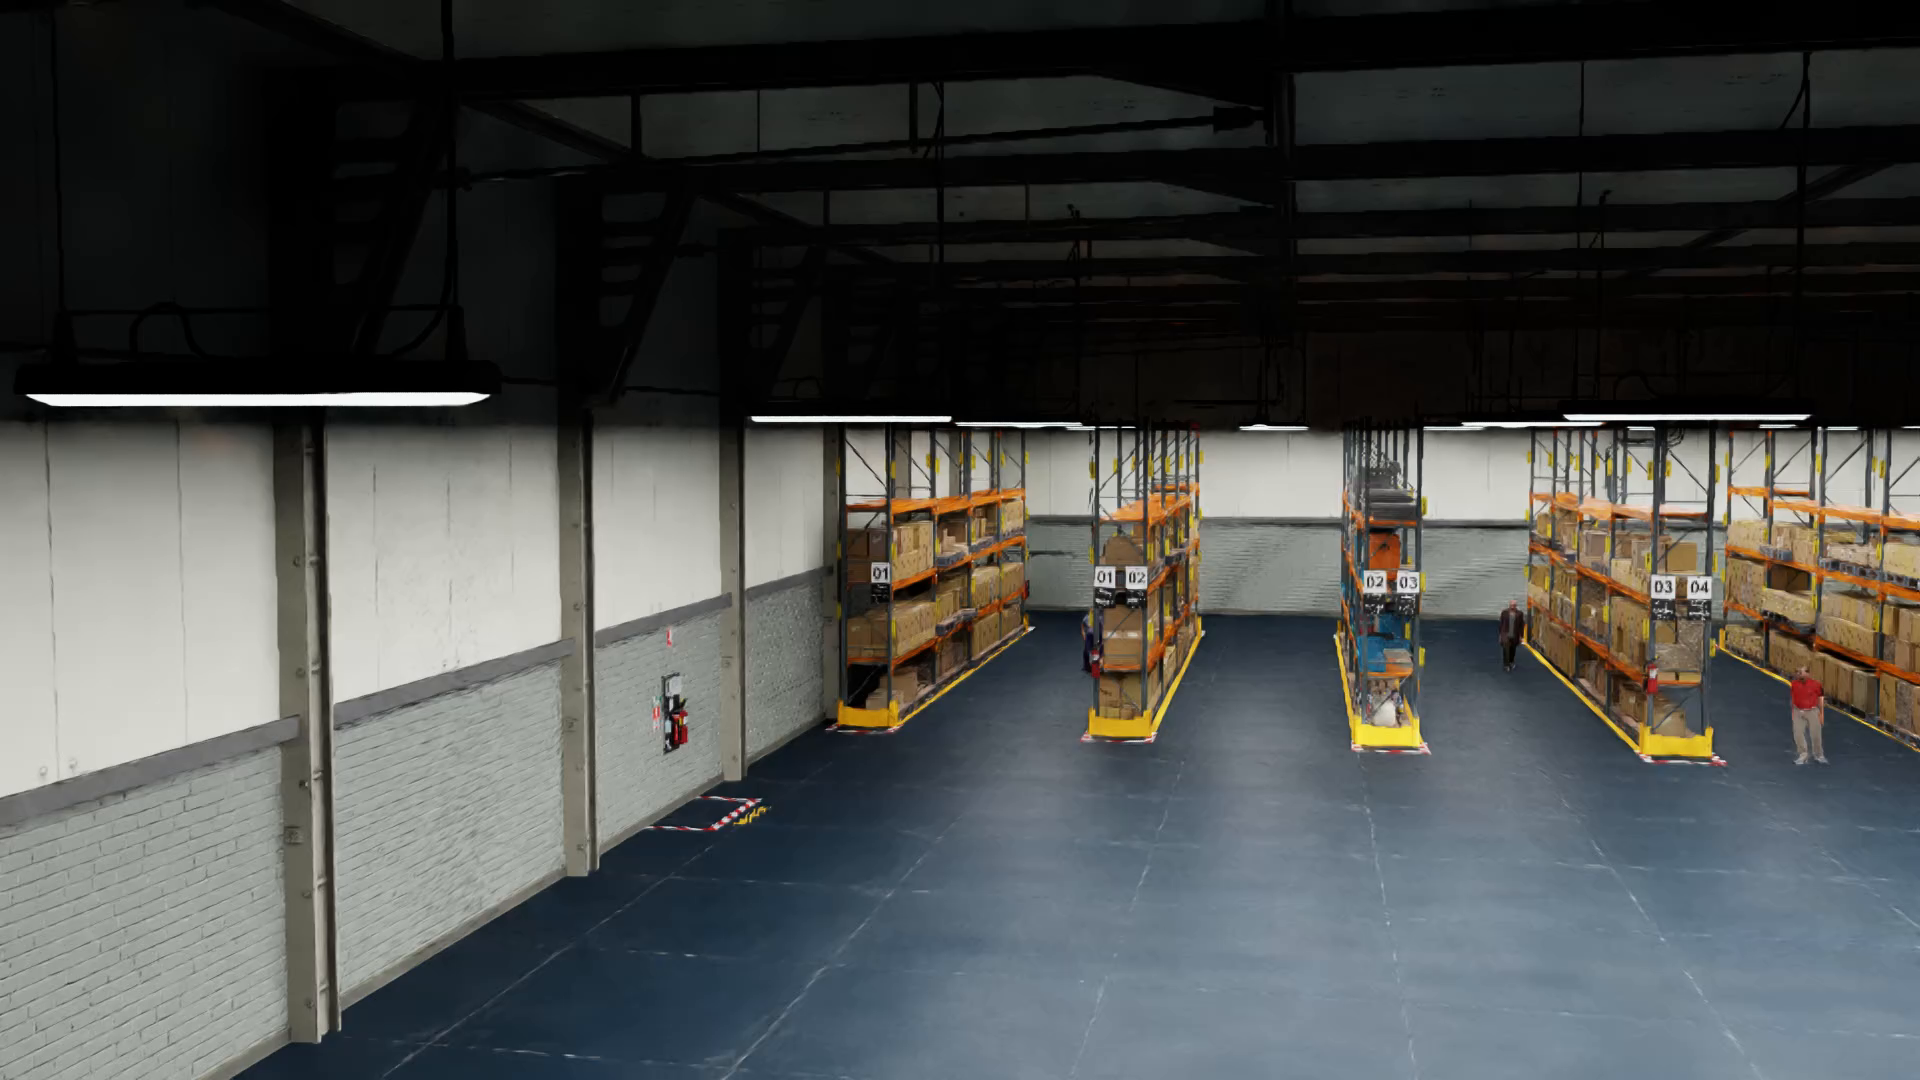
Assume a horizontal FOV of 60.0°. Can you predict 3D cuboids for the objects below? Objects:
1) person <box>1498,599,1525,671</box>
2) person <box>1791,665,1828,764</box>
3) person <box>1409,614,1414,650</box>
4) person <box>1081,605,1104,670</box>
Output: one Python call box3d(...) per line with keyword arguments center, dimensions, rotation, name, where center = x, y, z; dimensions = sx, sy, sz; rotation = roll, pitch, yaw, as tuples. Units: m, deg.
box3d(center=(13.239, 2.262, 39.893), dimensions=(0.589, 1.697, 1.175), rotation=(1, 4, 10), name="person")
box3d(center=(14.667, 3.004, 28.751), dimensions=(0.550, 1.714, 0.572), rotation=(-3, 5, -42), name="person")
box3d(center=(11.659, 2.039, 43.462), dimensions=(0.496, 1.718, 0.703), rotation=(0, 4, 5), name="person")
box3d(center=(3.209, 2.346, 39.893), dimensions=(0.625, 1.596, 0.517), rotation=(1, 4, 10), name="person")
